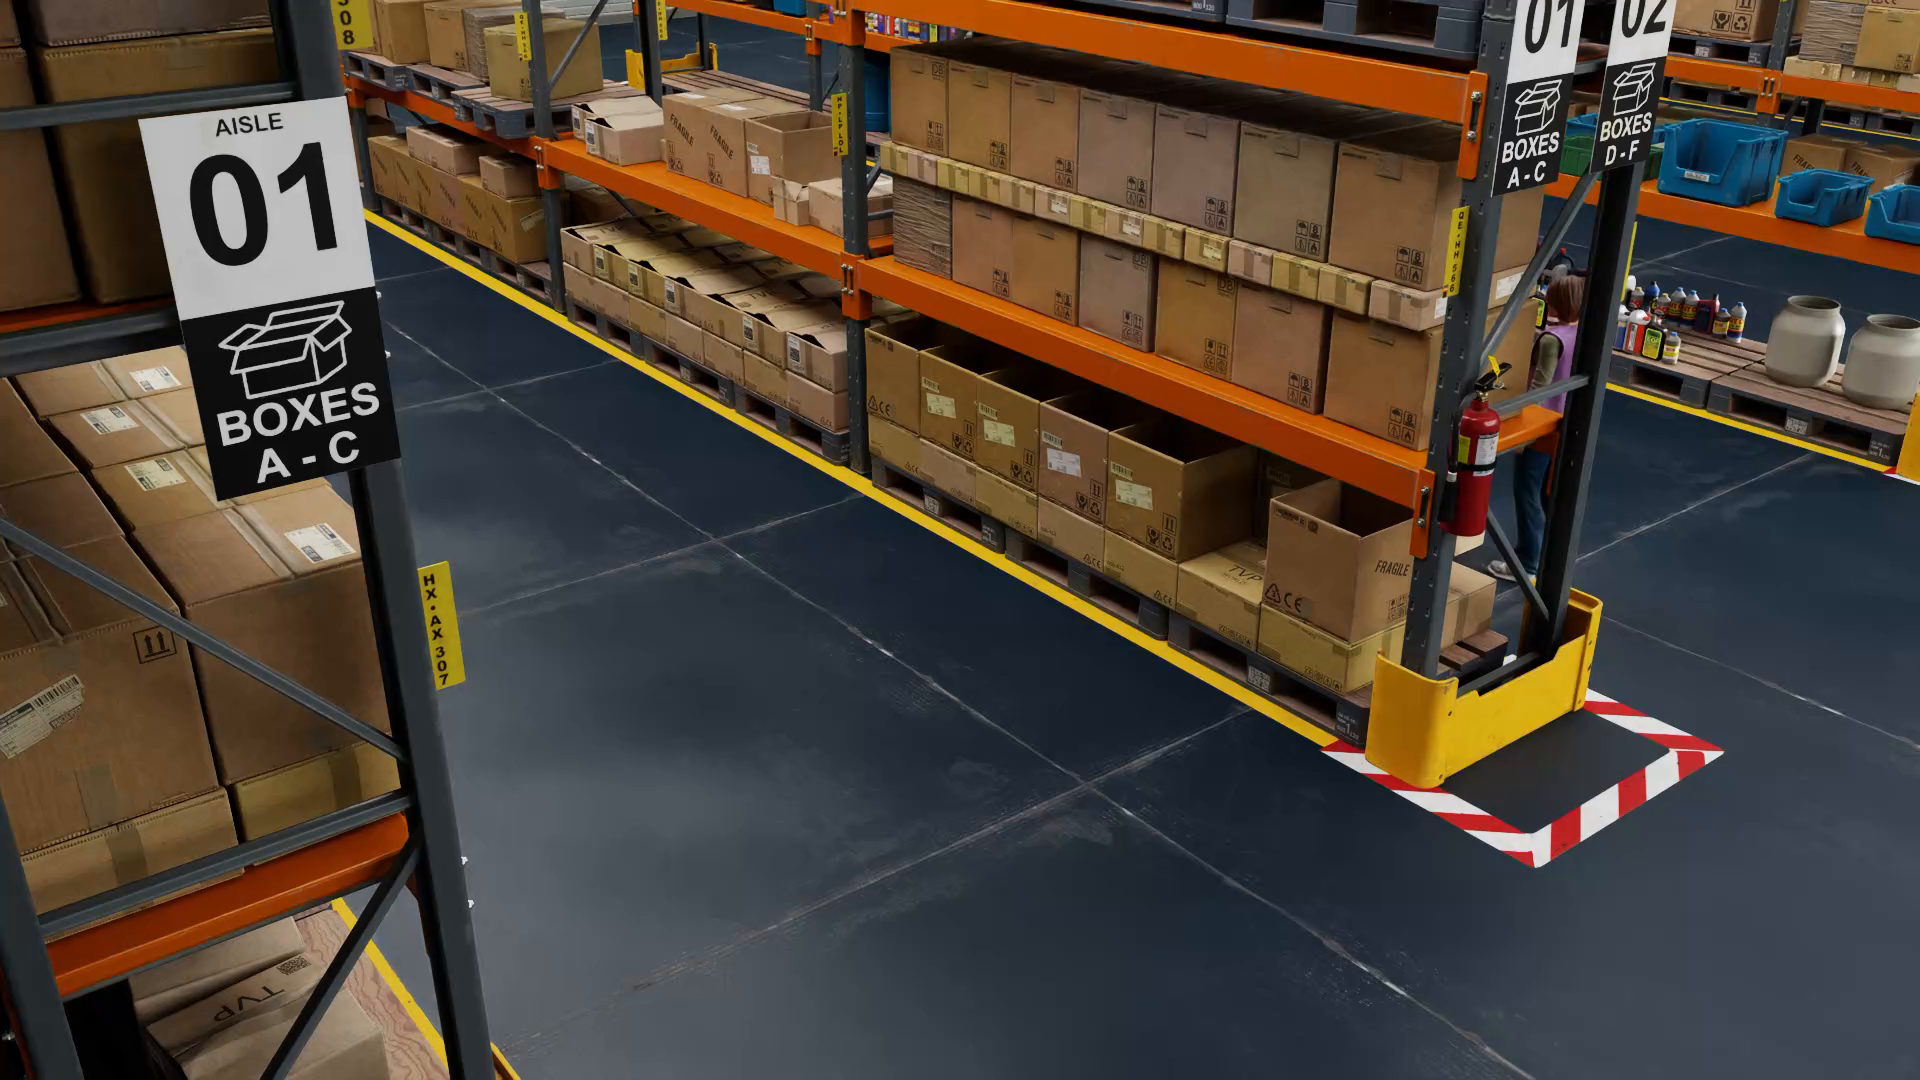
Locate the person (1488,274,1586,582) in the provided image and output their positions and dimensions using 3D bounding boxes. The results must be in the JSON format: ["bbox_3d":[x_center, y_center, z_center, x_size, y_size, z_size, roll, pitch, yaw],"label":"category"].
[{"bbox_3d":[2.908,-0.543,8.259,0.404,1.600,0.300,-18,30,-33],"label":"person"}]
